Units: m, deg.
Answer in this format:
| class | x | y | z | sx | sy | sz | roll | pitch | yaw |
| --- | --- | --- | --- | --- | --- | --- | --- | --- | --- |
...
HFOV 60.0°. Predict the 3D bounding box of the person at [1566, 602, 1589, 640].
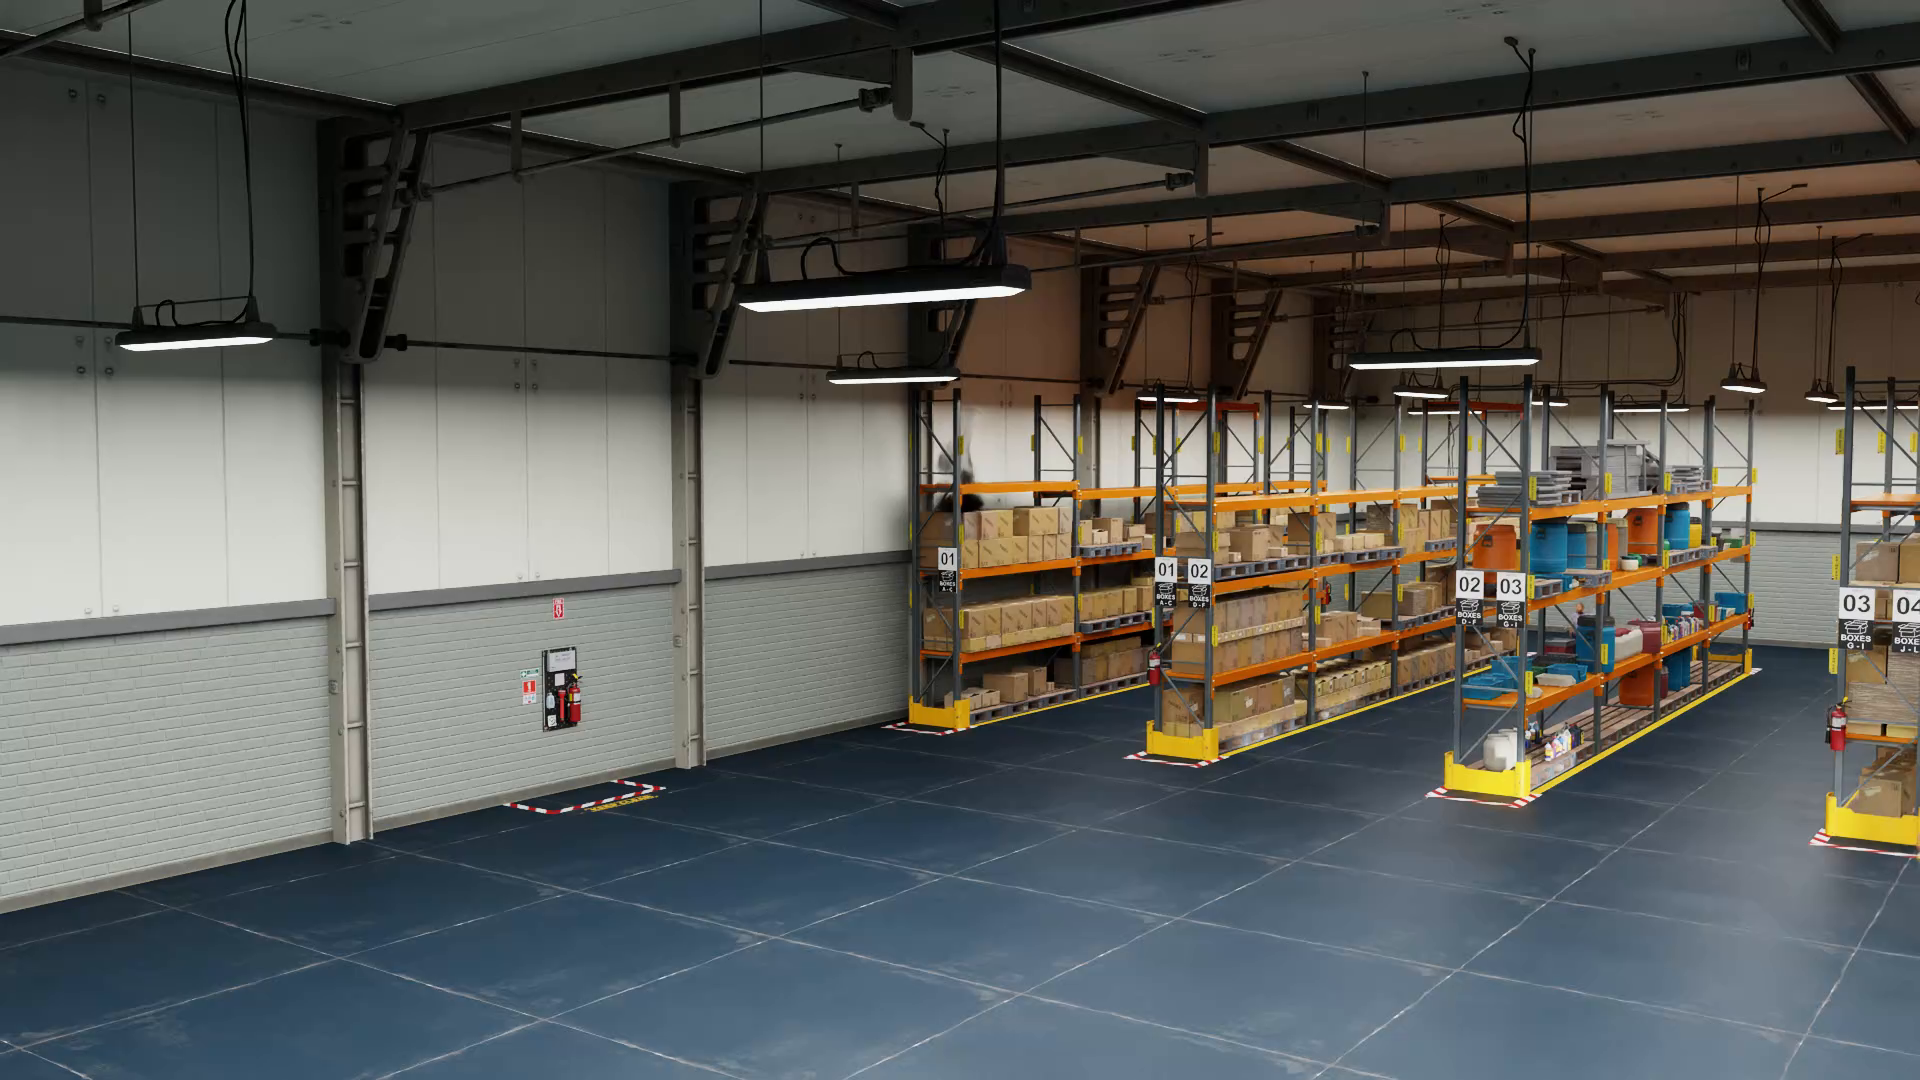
| class | x | y | z | sx | sy | sz | roll | pitch | yaw |
| --- | --- | --- | --- | --- | --- | --- | --- | --- | --- |
| person | 13.371 | 2.156 | 35.927 | 0.600 | 1.608 | 0.538 | 3 | 4 | 41 |
